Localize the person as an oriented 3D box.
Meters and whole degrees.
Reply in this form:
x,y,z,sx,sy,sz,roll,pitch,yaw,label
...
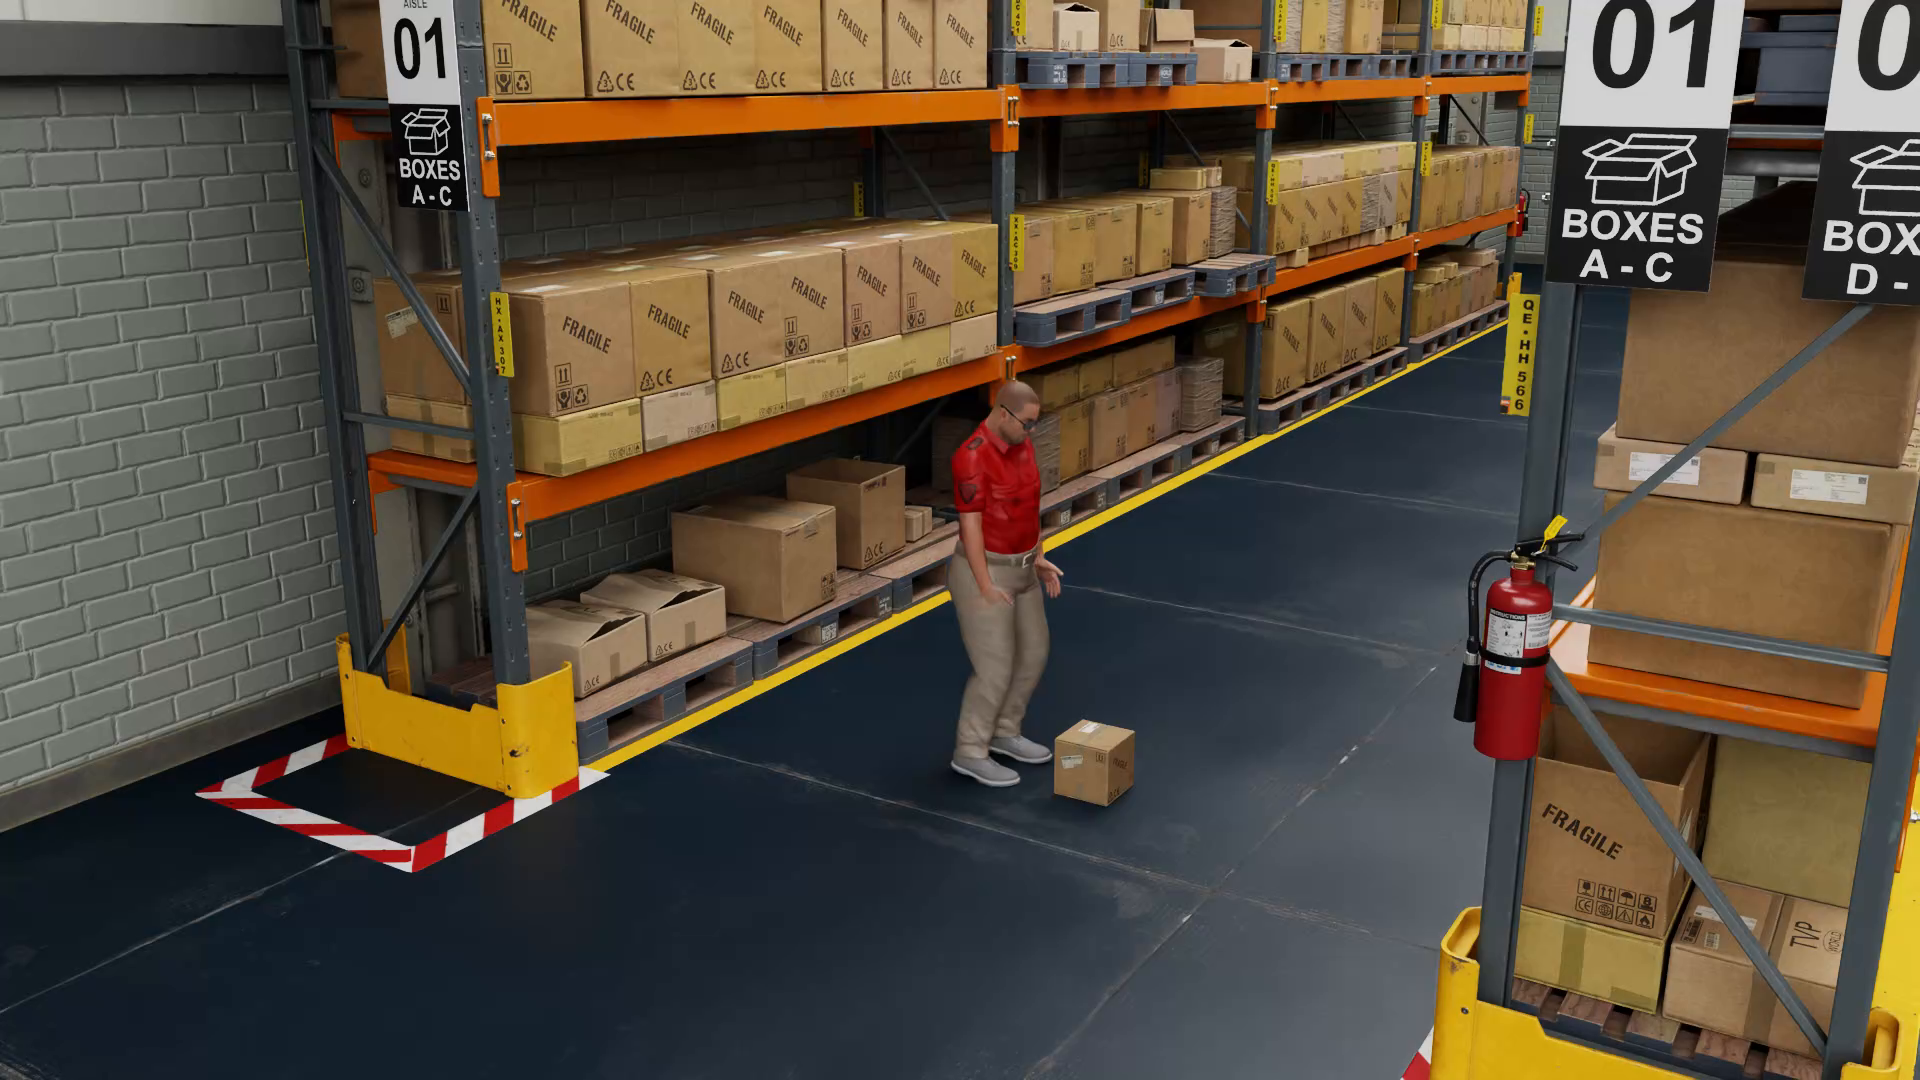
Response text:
x,y,z,sx,sy,sz,roll,pitch,yaw,label
0.180,0.163,7.062,0.377,1.705,0.544,10,19,31,person
